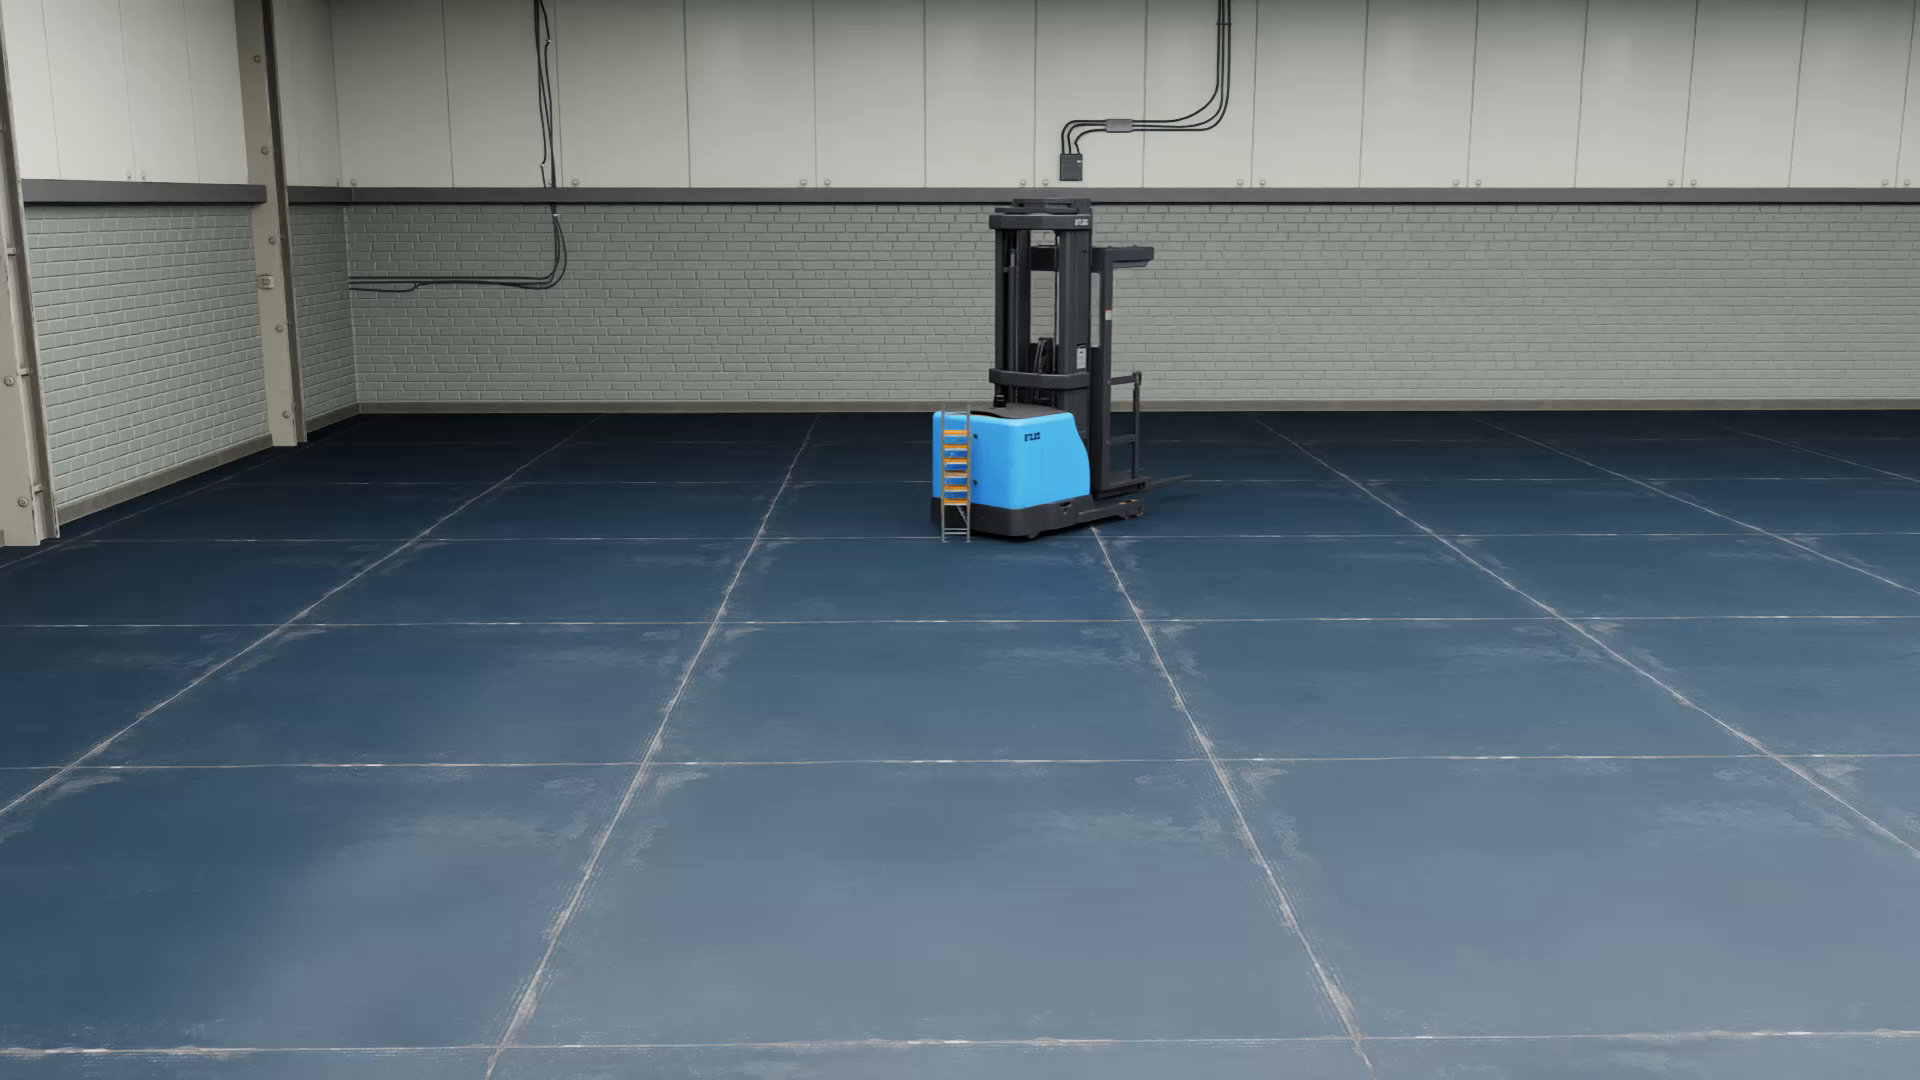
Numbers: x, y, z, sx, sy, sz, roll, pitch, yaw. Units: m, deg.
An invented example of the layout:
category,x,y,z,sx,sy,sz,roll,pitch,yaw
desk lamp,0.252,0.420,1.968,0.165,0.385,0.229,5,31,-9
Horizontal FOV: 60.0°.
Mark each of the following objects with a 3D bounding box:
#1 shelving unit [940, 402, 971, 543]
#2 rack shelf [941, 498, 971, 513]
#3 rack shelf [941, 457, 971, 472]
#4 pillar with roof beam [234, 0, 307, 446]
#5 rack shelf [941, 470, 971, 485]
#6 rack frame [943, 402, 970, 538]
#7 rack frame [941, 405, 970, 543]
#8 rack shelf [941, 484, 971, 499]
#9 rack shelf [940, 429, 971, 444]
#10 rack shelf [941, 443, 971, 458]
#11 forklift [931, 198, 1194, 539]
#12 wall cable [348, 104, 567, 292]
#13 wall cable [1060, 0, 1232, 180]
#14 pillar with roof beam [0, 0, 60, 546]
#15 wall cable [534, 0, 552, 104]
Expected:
category,x,y,z,sx,sy,sz,roll,pitch,yaw
shelving unit,-0.035,-0.585,14.426,0.258,1.200,0.189,0,11,2
rack shelf,-0.035,-0.307,14.483,0.258,0.103,0.180,0,11,2
rack shelf,-0.035,-0.659,14.411,0.258,0.103,0.180,0,11,2
pillar with roof beam,-3.925,-5.610,19.578,9.100,9.000,0.400,0,11,-1
rack shelf,-0.035,-0.542,14.435,0.258,0.103,0.180,0,11,2
rack frame,-0.031,-0.603,14.516,0.240,1.200,0.006,0,11,2
rack frame,-0.039,-0.567,14.337,0.240,1.200,0.006,0,11,2
rack shelf,-0.035,-0.424,14.459,0.258,0.103,0.180,0,11,2
rack shelf,-0.035,-0.895,14.364,0.258,0.103,0.180,0,11,2
rack shelf,-0.035,-0.777,14.388,0.258,0.103,0.180,0,11,2
forklift,1.092,-1.682,15.476,1.130,2.935,3.031,10,15,41
wall cable,-6.967,-4.662,22.713,3.097,2.526,0.112,0,11,-1
wall cable,2.524,-7.886,22.243,2.305,6.003,0.169,0,11,-1
pillar with roof beam,-3.801,-4.417,13.699,9.100,9.000,0.400,0,11,-1
wall cable,-4.263,-7.148,22.266,3.097,2.526,0.112,0,11,-1
